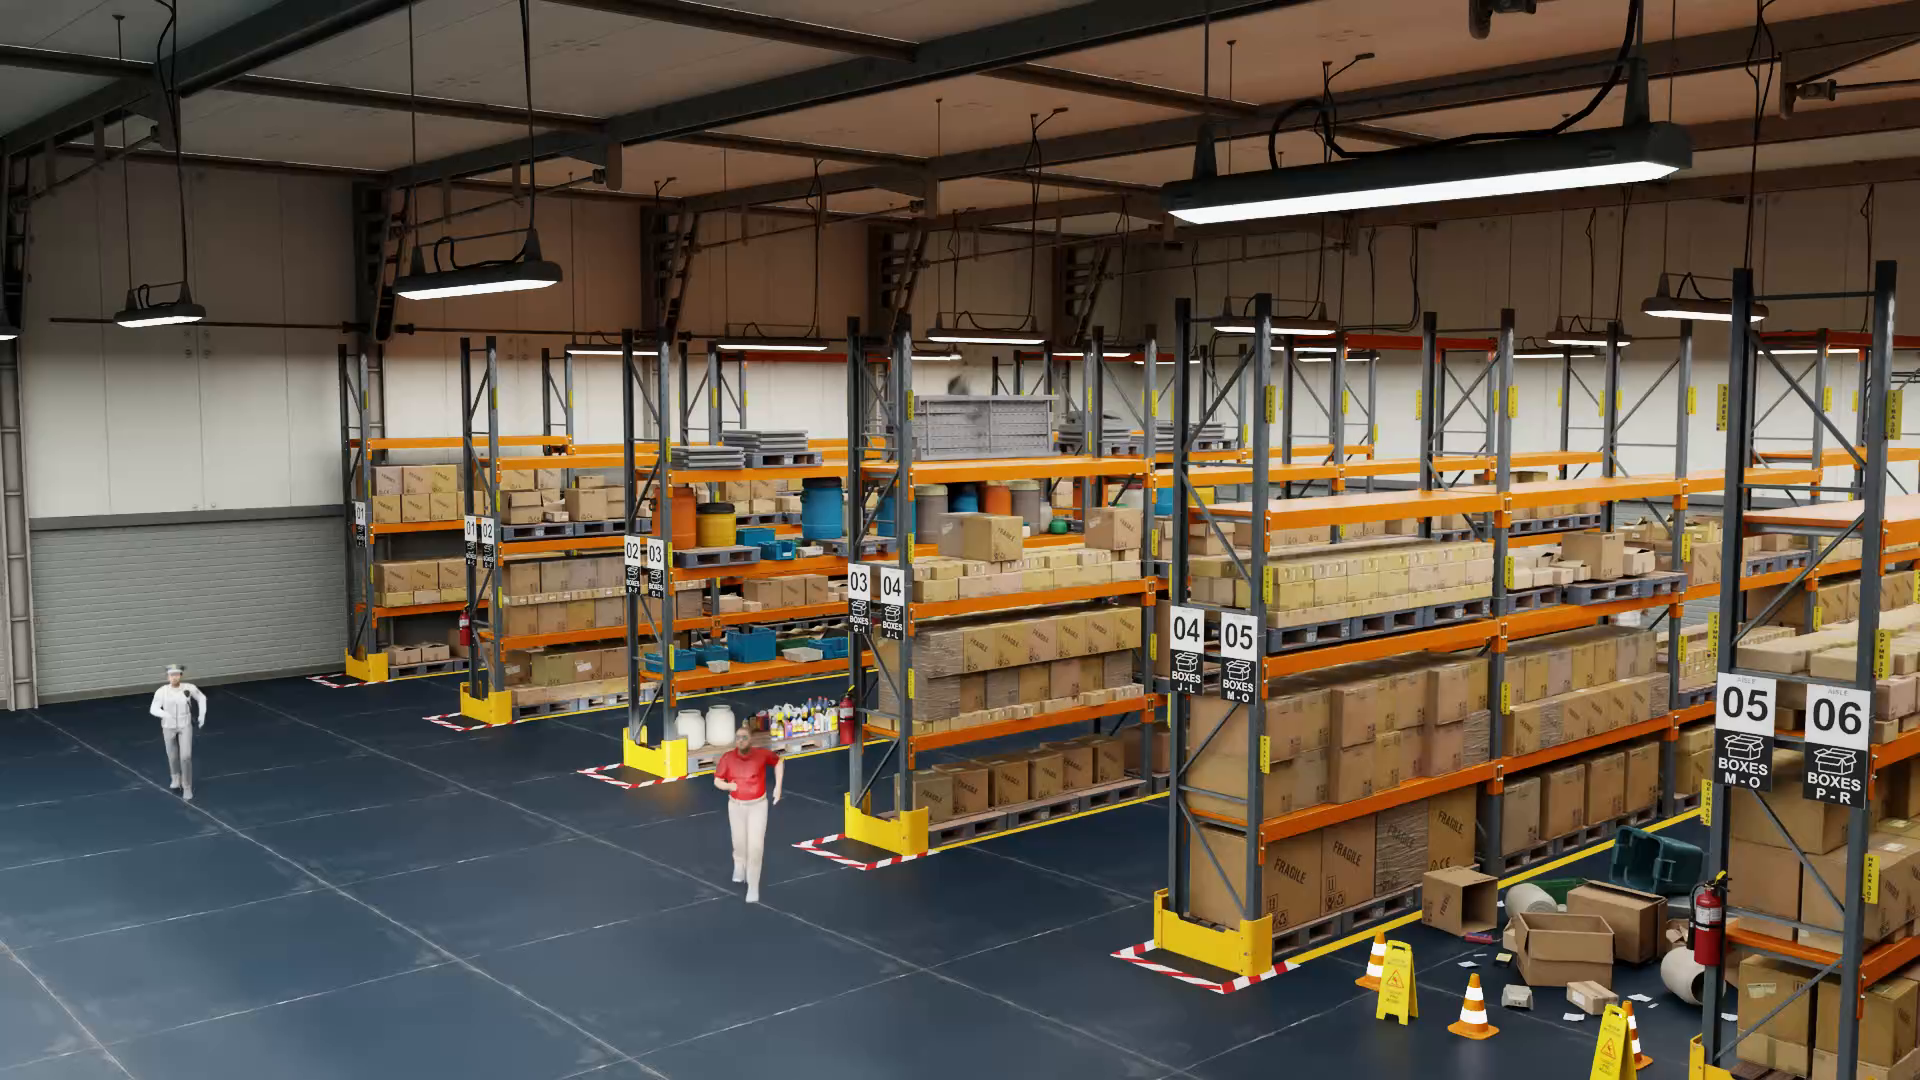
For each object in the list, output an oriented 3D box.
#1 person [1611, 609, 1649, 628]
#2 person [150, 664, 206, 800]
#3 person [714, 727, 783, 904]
[{"bbox_3d":[12.179,1.592,30.284,0.704,1.821,0.679,-3,6,-28],"label":"person"},{"bbox_3d":[-9.967,2.438,21.219,0.631,1.770,0.739,-2,5,-21],"label":"person"},{"bbox_3d":[-2.173,2.791,17.105,0.672,1.781,0.924,0,5,1],"label":"person"}]
